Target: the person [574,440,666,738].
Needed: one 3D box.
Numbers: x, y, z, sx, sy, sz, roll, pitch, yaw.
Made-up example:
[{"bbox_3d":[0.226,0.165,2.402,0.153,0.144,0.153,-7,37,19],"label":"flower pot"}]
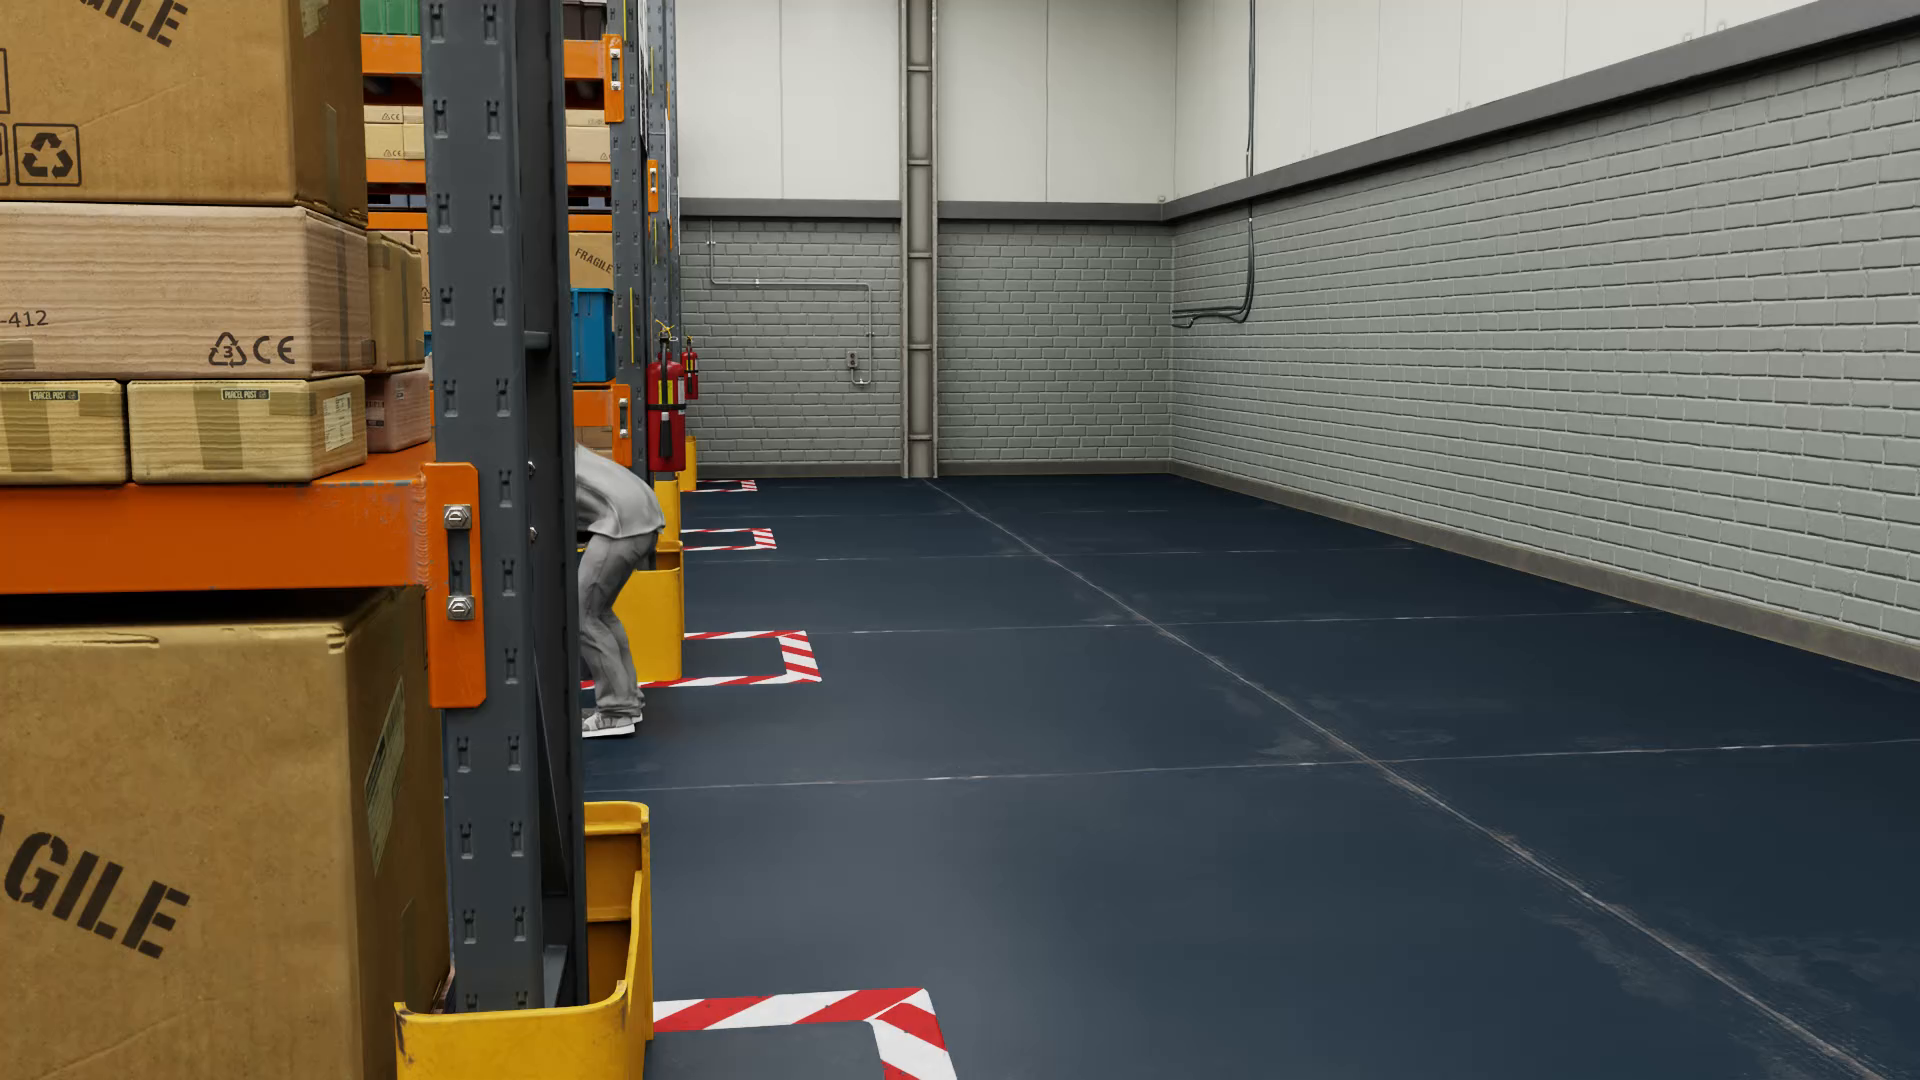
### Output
[{"bbox_3d":[-1.534,0.106,6.458,0.782,1.289,0.382,1,7,5],"label":"person"}]
